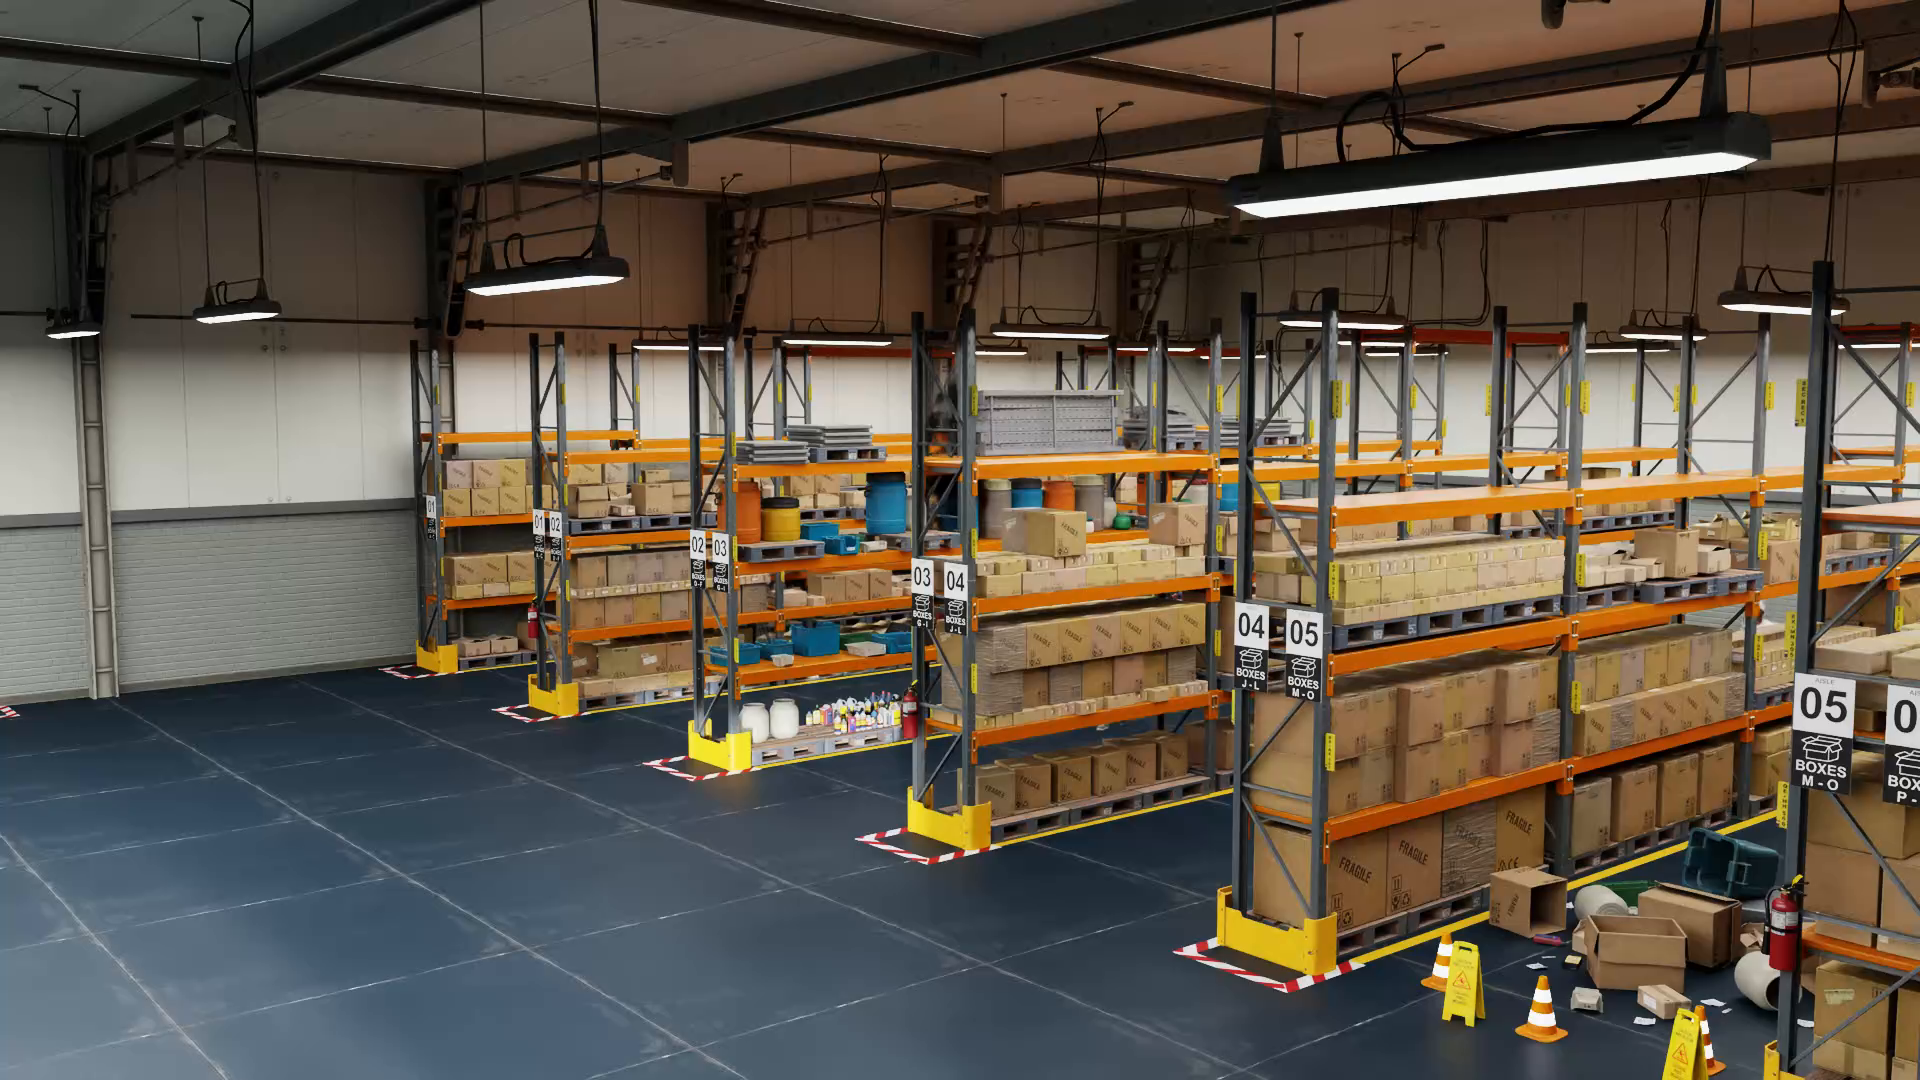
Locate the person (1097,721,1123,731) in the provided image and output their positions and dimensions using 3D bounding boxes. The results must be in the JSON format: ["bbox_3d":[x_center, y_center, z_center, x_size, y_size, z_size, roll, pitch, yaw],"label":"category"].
[{"bbox_3d":[2.116,1.914,23.665,0.541,1.545,0.602,4,7,37],"label":"person"}]

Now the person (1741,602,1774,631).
[{"bbox_3d":[12.507,1.837,26.162,0.985,1.751,0.717,-4,7,-38],"label":"person"}]

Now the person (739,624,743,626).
[{"bbox_3d":[-4.110,1.453,30.945,0.819,1.738,0.656,-4,7,-40],"label":"person"}]
